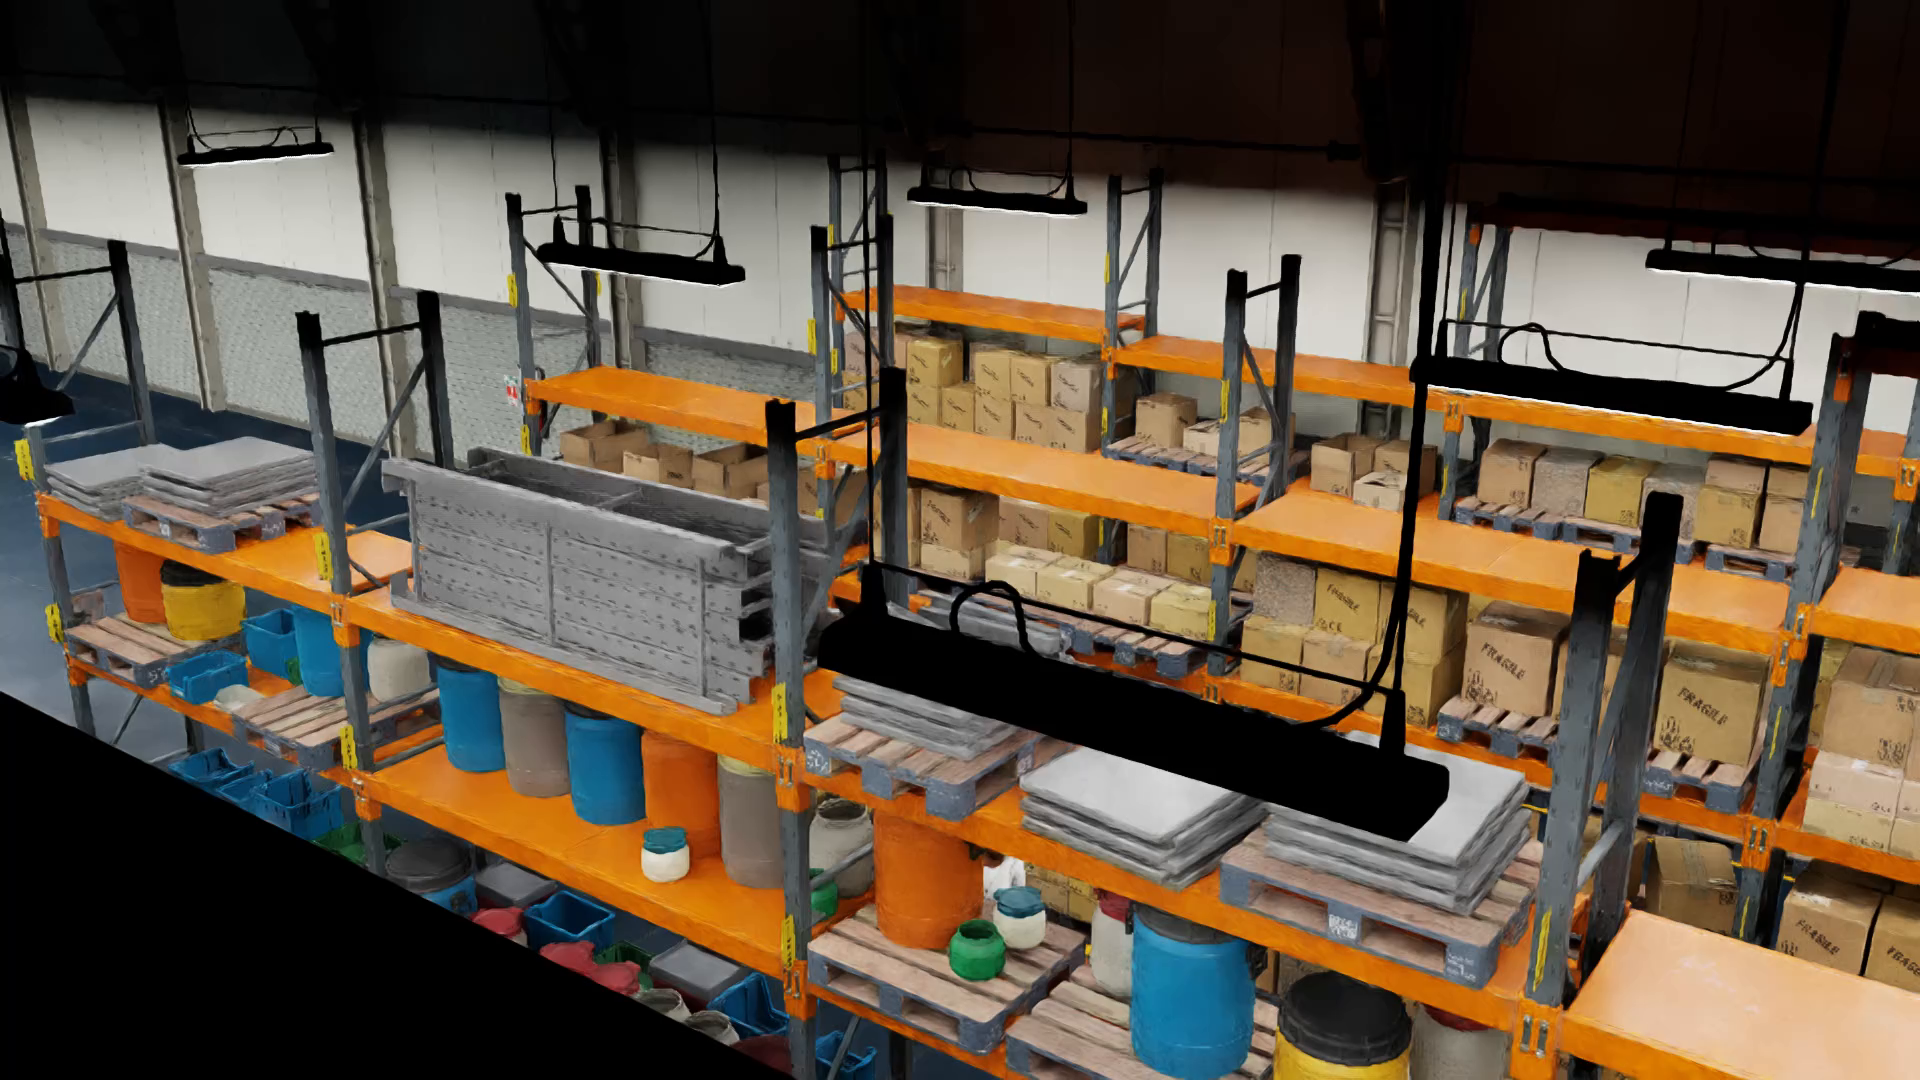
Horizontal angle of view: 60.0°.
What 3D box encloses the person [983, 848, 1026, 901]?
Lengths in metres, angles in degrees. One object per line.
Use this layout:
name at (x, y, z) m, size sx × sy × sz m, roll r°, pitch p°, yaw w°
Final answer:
person at (0.222, 3.034, 13.263) m, size 0.603 × 1.762 × 0.457 m, roll 3°, pitch 19°, yaw 10°
